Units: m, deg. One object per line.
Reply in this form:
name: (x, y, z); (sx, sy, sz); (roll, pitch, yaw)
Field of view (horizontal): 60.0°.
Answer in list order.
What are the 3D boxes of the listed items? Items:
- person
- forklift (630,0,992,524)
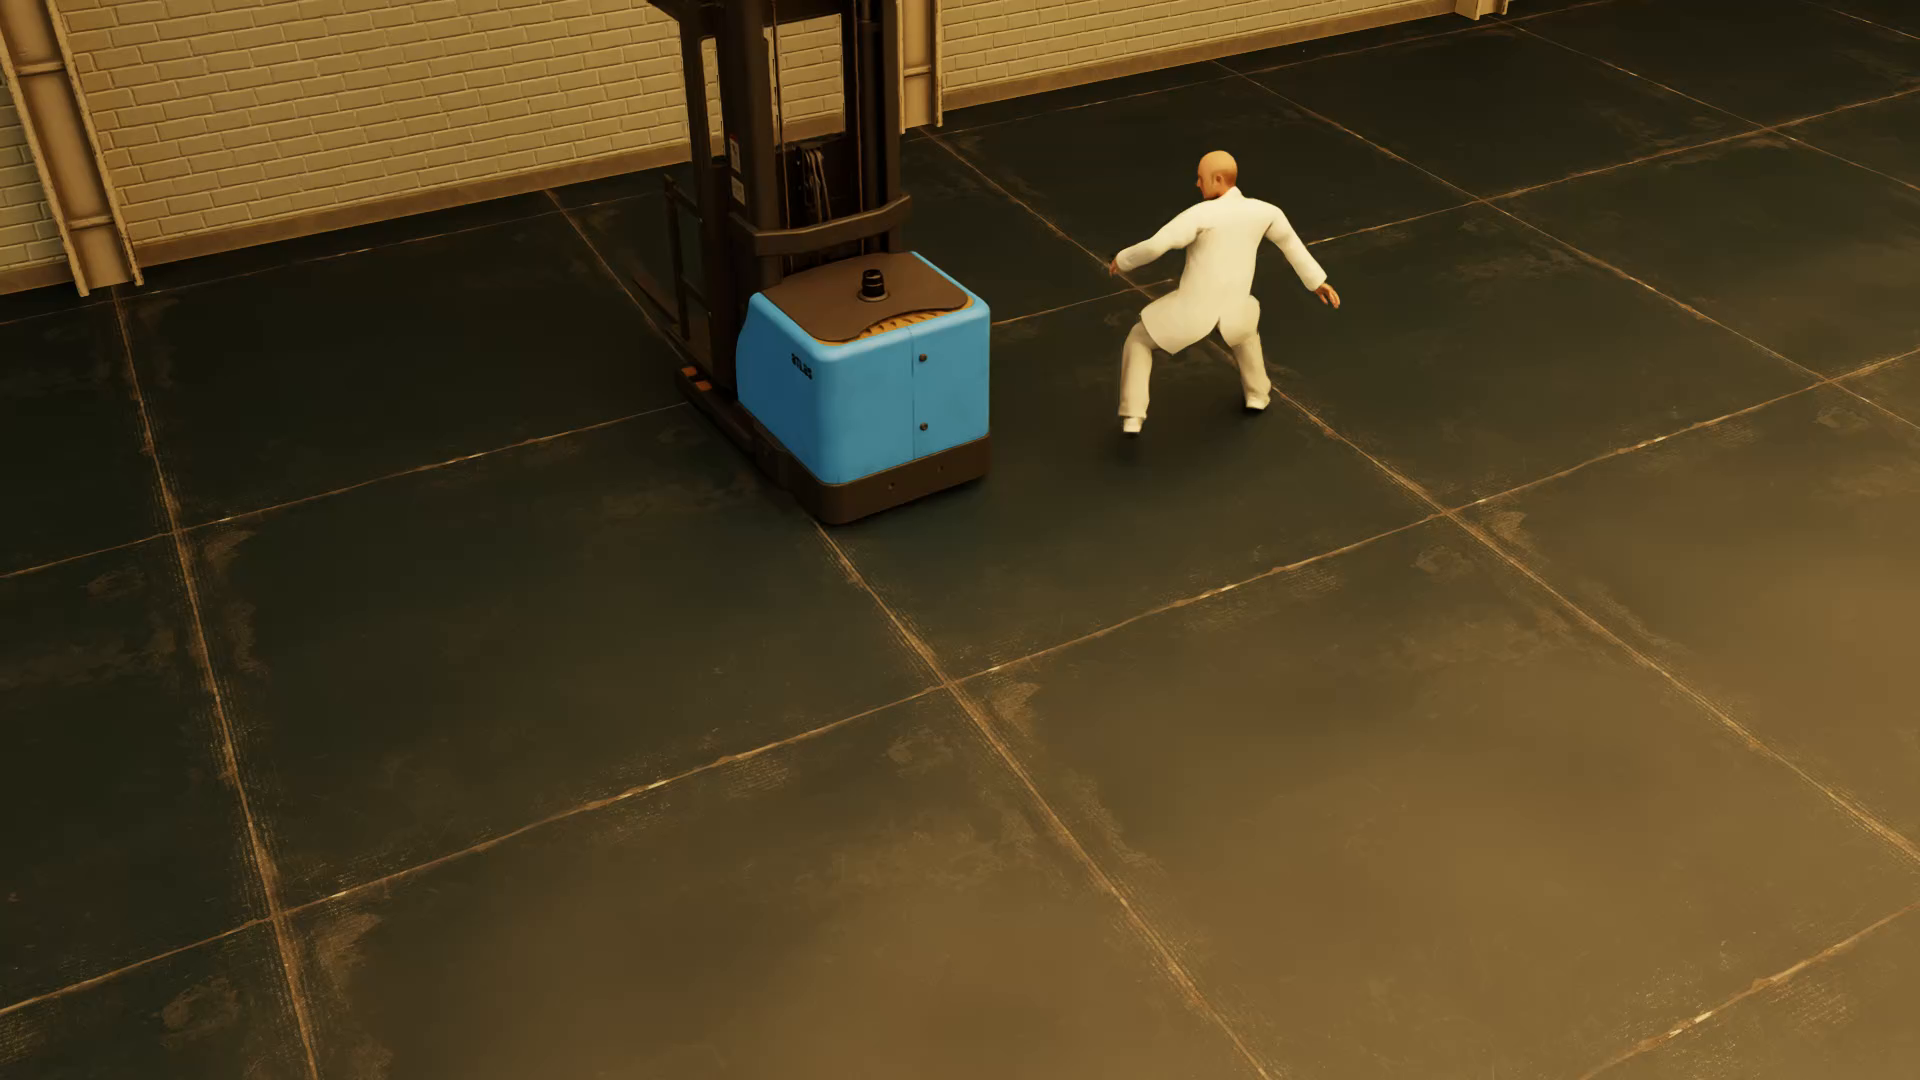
person: (1.448, -1.304, 9.190); (1.218, 1.702, 0.591); (-7, 36, -10)
forklift: (-1.037, -2.097, 9.089); (1.130, 2.935, 3.031); (-20, 40, -26)
